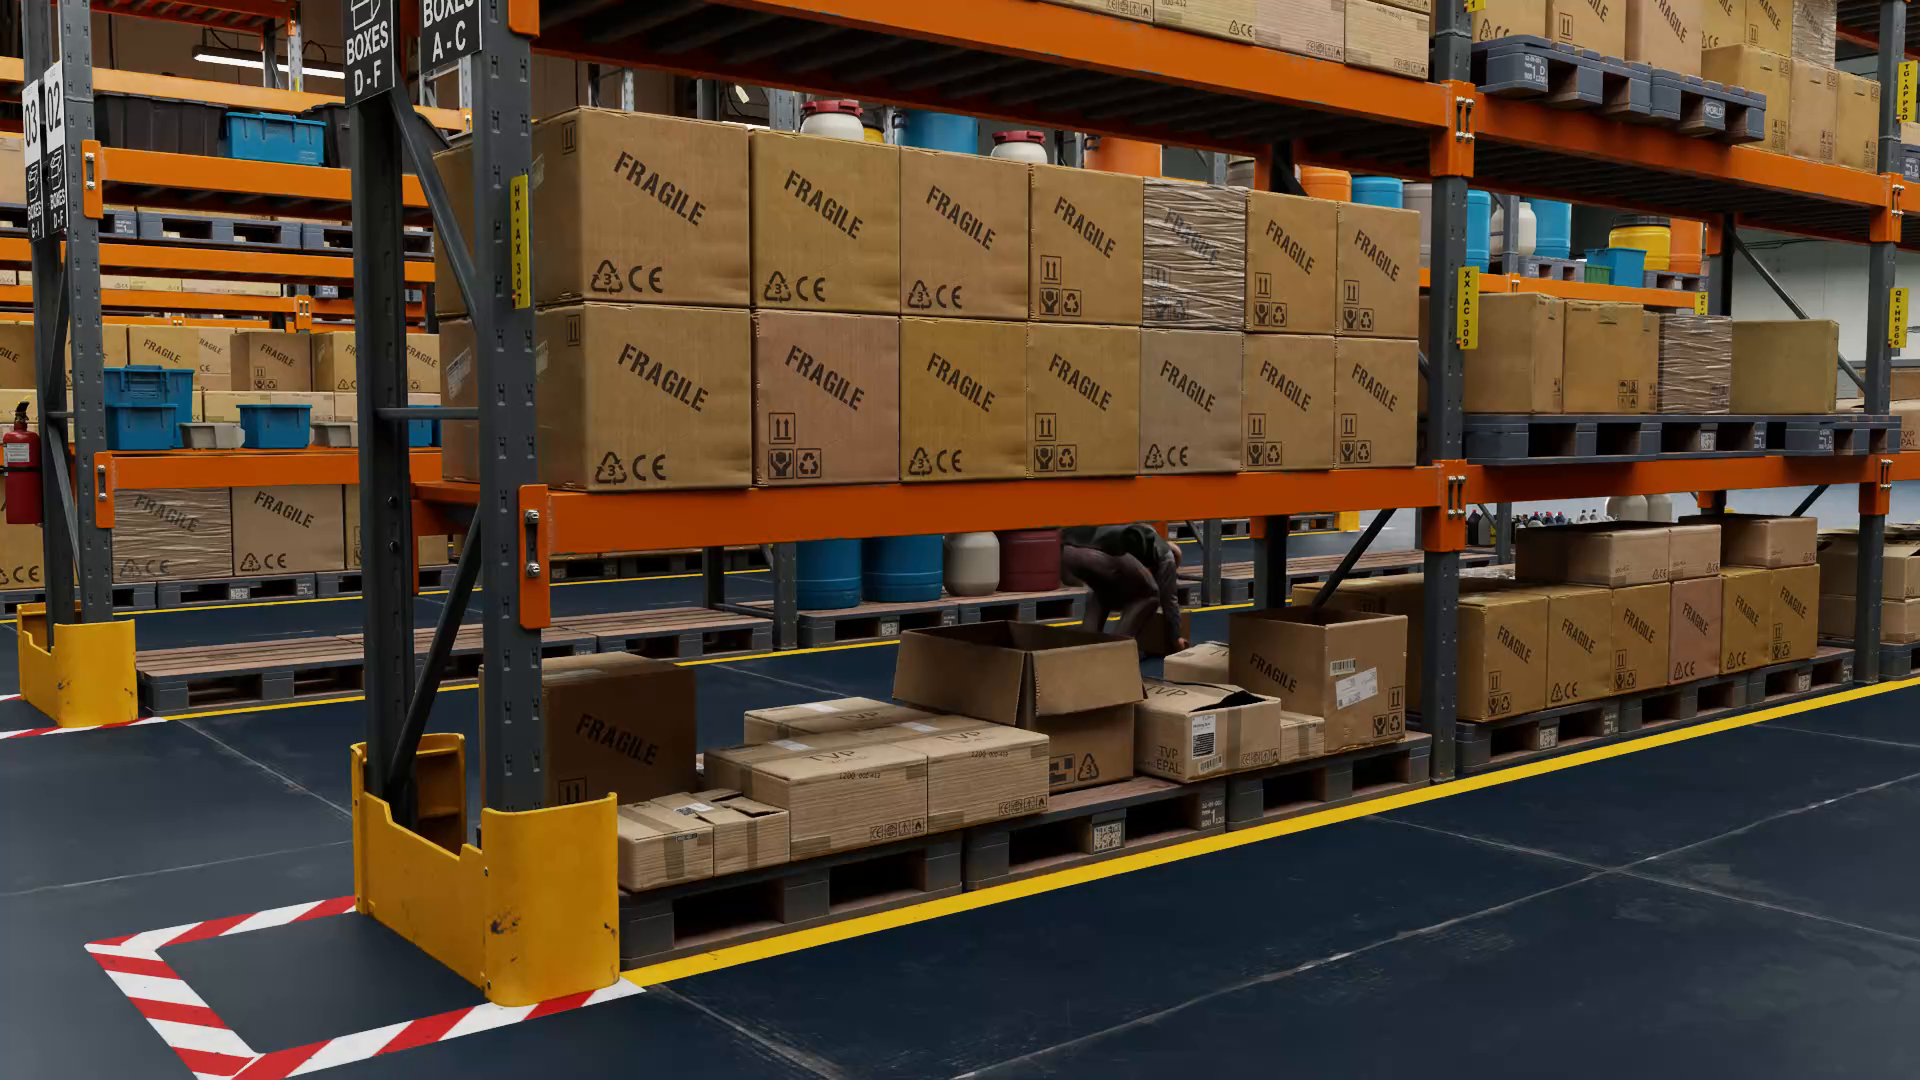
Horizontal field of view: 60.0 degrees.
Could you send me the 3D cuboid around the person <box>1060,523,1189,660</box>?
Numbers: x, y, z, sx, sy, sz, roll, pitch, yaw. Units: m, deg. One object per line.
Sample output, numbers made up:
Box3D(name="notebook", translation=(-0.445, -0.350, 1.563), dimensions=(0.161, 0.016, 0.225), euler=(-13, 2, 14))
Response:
Box3D(name="person", translation=(1.044, 0.274, 10.376), dimensions=(0.947, 0.922, 0.519), euler=(-4, 6, -41))
